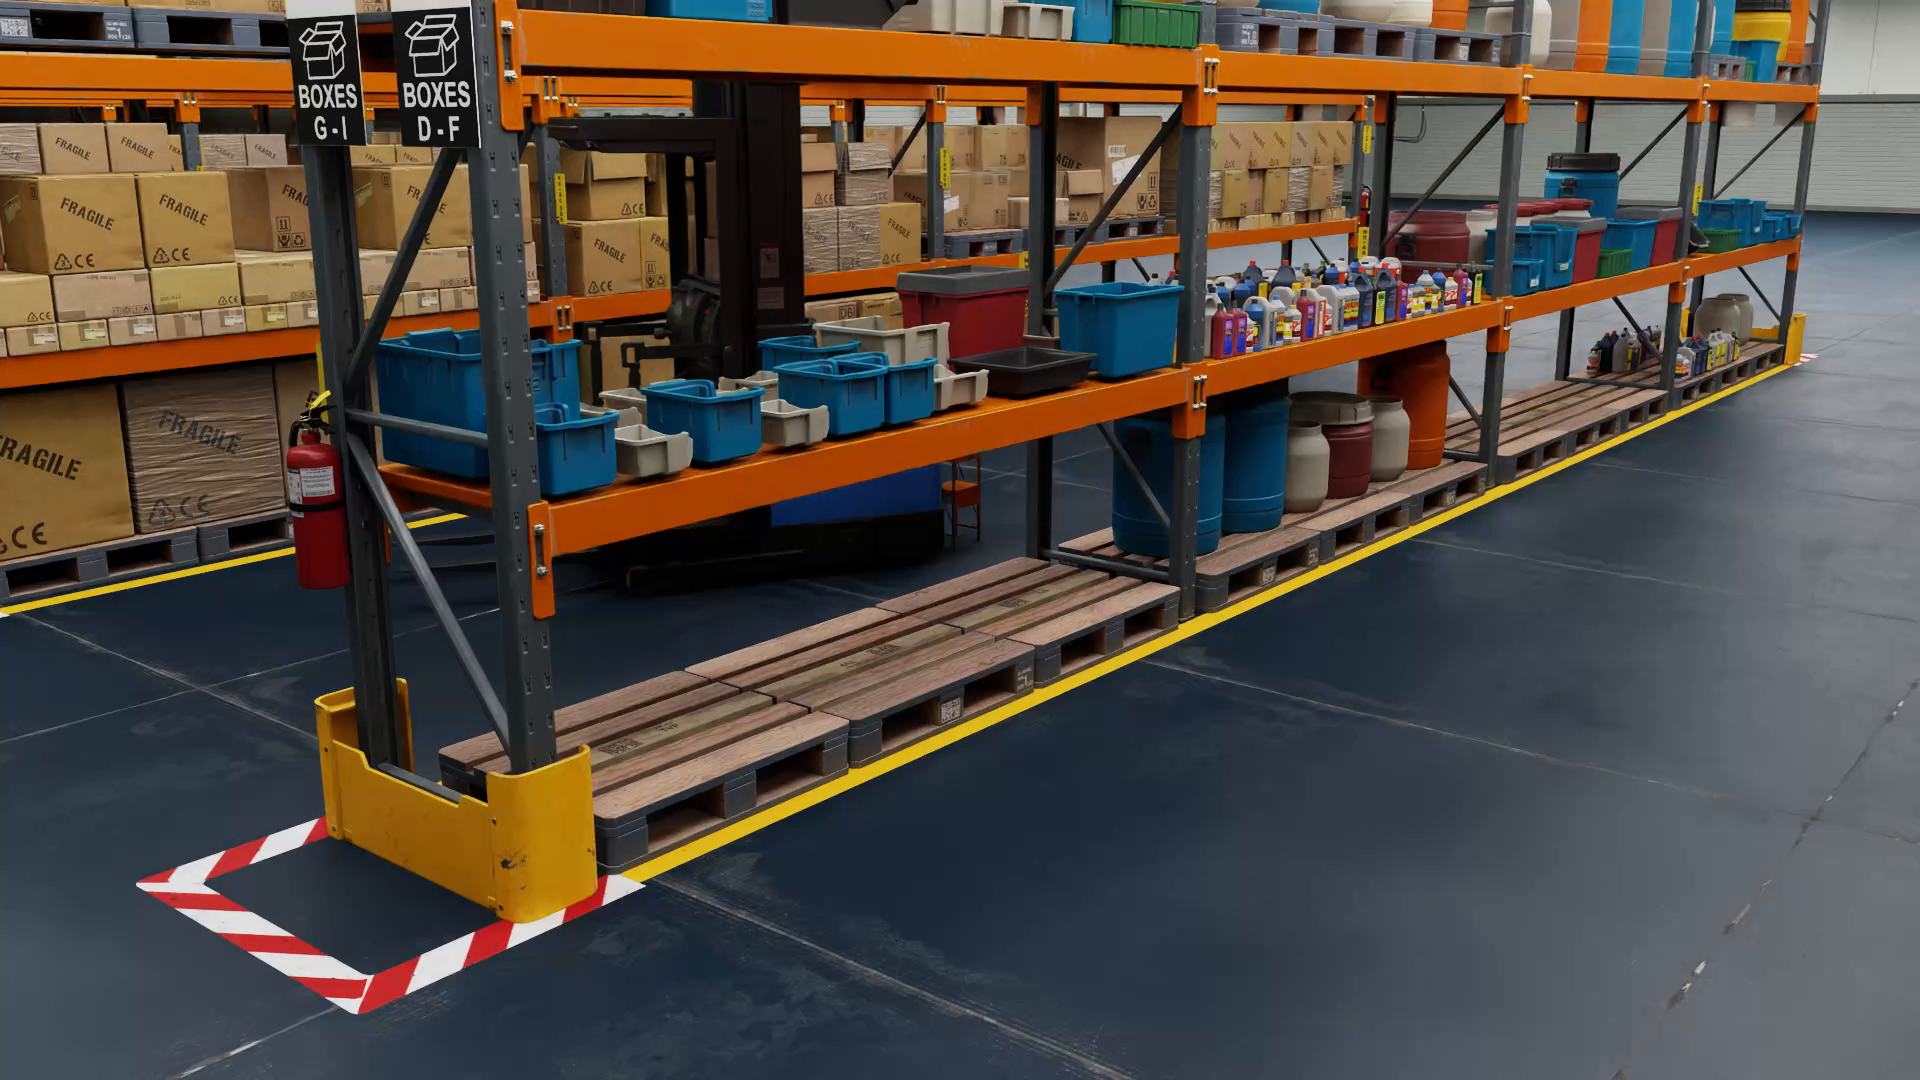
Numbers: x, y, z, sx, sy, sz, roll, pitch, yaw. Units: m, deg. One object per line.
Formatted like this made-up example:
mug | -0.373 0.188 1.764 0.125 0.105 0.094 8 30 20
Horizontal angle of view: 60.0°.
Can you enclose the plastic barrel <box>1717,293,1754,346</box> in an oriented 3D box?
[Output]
plastic barrel | 7.966 -2.277 17.194 0.421 0.512 0.421 0 14 0

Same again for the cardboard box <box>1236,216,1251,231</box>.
cardboard box | 2.965 -3.479 18.237 0.380 0.149 0.250 11 18 38

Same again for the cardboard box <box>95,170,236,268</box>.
cardboard box | -4.441 -1.801 9.296 0.500 0.500 0.500 11 18 36

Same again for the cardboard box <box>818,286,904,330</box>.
cardboard box | -1.010 -1.696 14.171 1.225 0.875 0.875 10 17 35

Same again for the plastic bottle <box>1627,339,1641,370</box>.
plastic bottle | 6.239 -1.731 15.482 0.152 0.276 0.135 11 18 38

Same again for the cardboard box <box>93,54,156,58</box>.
cardboard box | -6.967 -3.918 13.665 0.500 0.250 0.500 12 18 39

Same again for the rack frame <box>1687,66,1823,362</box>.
rack frame | 8.320 -3.417 17.482 1.000 3.000 0.127 11 18 38

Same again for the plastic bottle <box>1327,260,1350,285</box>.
plastic bottle | 2.478 -1.704 10.989 0.152 0.276 0.135 11 18 38

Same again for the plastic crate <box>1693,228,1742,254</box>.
plastic crate | 6.879 -2.765 15.344 0.450 0.188 0.662 11 18 38

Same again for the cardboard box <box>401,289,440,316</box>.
cardboard box | -3.496 -1.507 10.473 0.380 0.149 0.250 12 18 39

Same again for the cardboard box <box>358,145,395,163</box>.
cardboard box | -7.483 -4.733 21.000 0.500 0.500 0.500 12 19 40

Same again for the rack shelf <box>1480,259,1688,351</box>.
rack shelf | 4.549 -1.919 13.048 1.077 0.370 4.000 11 18 38

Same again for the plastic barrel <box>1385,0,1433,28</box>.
plastic barrel | 2.732 -3.247 10.150 0.301 0.262 0.301 0 14 0

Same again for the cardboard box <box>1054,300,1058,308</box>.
cardboard box | 0.885 -2.109 16.518 0.700 0.500 0.500 9 17 33

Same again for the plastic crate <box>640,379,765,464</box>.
plastic crate | -0.911 -0.423 5.916 0.416 0.233 0.300 11 18 38

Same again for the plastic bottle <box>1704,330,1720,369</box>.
plastic bottle | 7.022 -1.788 15.557 0.144 0.351 0.185 11 18 37

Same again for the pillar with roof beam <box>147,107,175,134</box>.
pillar with roof beam | -8.665 -7.583 21.697 9.100 9.000 0.400 11 18 38

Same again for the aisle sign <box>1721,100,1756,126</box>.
aisle sign | 8.138 -4.736 17.395 0.394 0.787 0.004 11 18 38

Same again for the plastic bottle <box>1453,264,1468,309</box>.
plastic bottle | 3.225 -1.641 10.727 0.061 0.283 0.133 11 18 38

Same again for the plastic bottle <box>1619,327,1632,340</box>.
plastic bottle | 6.310 -1.847 15.788 0.144 0.351 0.185 11 18 37

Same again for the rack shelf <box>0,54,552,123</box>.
rack shelf | -4.331 -2.608 9.665 1.077 0.370 4.000 11 18 38

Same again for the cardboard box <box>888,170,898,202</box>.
cardboard box | -1.290 -4.459 21.277 0.875 0.550 0.550 11 18 38

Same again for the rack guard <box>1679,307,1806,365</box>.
rack guard | 8.309 -2.184 17.704 1.175 0.500 0.348 11 18 38

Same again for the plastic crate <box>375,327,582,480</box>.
plastic crate | -1.671 -0.492 5.775 0.616 0.435 0.499 11 18 38

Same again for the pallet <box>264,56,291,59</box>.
pallet | -3.597 -3.141 10.484 1.003 0.211 1.213 11 18 38

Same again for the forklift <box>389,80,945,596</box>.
forklift | -1.654 -1.266 9.155 3.031 2.935 1.130 -6 15 -23

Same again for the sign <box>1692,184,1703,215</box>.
sign | 7.895 -3.637 17.787 0.100 0.325 0.005 11 18 38

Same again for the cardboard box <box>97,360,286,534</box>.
cardboard box | -4.676 -0.602 9.865 0.875 0.875 0.875 11 18 38

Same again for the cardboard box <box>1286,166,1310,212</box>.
cardboard box | 3.532 -4.072 19.252 0.875 0.500 0.500 11 18 38

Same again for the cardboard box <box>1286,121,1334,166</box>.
cardboard box | 4.005 -4.621 19.382 0.500 0.500 0.500 11 18 38

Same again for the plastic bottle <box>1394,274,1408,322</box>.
plastic bottle | 2.651 -1.466 10.039 0.061 0.283 0.133 11 18 38

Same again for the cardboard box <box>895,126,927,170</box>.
cardboard box | -0.880 -5.071 21.496 0.875 0.550 0.550 11 18 38

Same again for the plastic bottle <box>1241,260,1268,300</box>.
plastic bottle | 1.794 -1.533 10.165 0.144 0.351 0.185 11 18 38

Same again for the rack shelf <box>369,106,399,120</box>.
rack shelf | -8.360 -7.207 27.769 1.077 0.370 4.000 11 18 38

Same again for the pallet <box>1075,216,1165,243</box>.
pallet | 1.360 -3.201 17.020 1.003 0.211 1.213 11 18 38

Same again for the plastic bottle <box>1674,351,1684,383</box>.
plastic bottle | 6.348 -1.535 14.722 0.097 0.271 0.097 0 14 0

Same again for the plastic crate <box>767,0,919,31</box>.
plastic crate | -0.562 -2.027 6.043 0.504 0.338 0.767 11 18 38

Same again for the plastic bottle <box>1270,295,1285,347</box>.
plastic bottle | 1.690 -1.174 8.915 0.097 0.271 0.097 0 14 0

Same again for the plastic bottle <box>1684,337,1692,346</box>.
plastic bottle | 6.891 -1.770 15.638 0.152 0.276 0.135 11 18 38

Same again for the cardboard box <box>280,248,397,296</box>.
cardboard box | -3.792 -1.635 10.166 0.500 0.250 0.500 12 18 39

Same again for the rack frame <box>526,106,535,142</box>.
rack frame | -5.754 -4.951 23.521 1.000 3.000 0.127 11 18 38

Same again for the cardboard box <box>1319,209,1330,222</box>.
cardboard box | 4.175 -3.872 19.782 0.380 0.149 0.250 11 18 38

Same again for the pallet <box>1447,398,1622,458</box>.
pallet | 4.576 -0.909 13.271 1.003 0.211 1.213 11 18 38

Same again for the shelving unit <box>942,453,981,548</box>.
shelving unit | -0.034 -0.499 9.953 0.215 1.050 0.252 11 18 38

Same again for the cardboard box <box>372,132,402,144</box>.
cardboard box | -7.459 -5.253 21.730 0.380 0.149 0.250 10 17 35

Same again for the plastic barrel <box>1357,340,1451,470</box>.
plastic barrel | 2.998 -0.941 11.288 0.600 0.830 0.708 11 18 38

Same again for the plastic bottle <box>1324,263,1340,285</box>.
plastic bottle | 2.431 -1.674 10.881 0.097 0.271 0.097 0 14 0

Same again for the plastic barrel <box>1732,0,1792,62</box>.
plastic barrel | 7.703 -4.928 16.101 0.600 0.588 0.600 0 14 0

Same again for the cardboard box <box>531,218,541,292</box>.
cardboard box | -2.993 -2.066 11.960 0.500 0.500 0.500 11 18 38

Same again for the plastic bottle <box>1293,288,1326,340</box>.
plastic bottle | 1.947 -1.266 9.266 0.152 0.276 0.135 11 18 38

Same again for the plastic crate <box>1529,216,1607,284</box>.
plastic crate | 4.546 -2.178 12.475 0.402 0.464 0.583 11 18 38

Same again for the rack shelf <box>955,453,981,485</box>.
rack shelf | -0.034 -0.488 9.956 0.215 0.259 0.240 11 18 38

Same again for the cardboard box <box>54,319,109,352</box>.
cardboard box | -4.788 -1.113 8.923 0.380 0.149 0.250 11 18 36
